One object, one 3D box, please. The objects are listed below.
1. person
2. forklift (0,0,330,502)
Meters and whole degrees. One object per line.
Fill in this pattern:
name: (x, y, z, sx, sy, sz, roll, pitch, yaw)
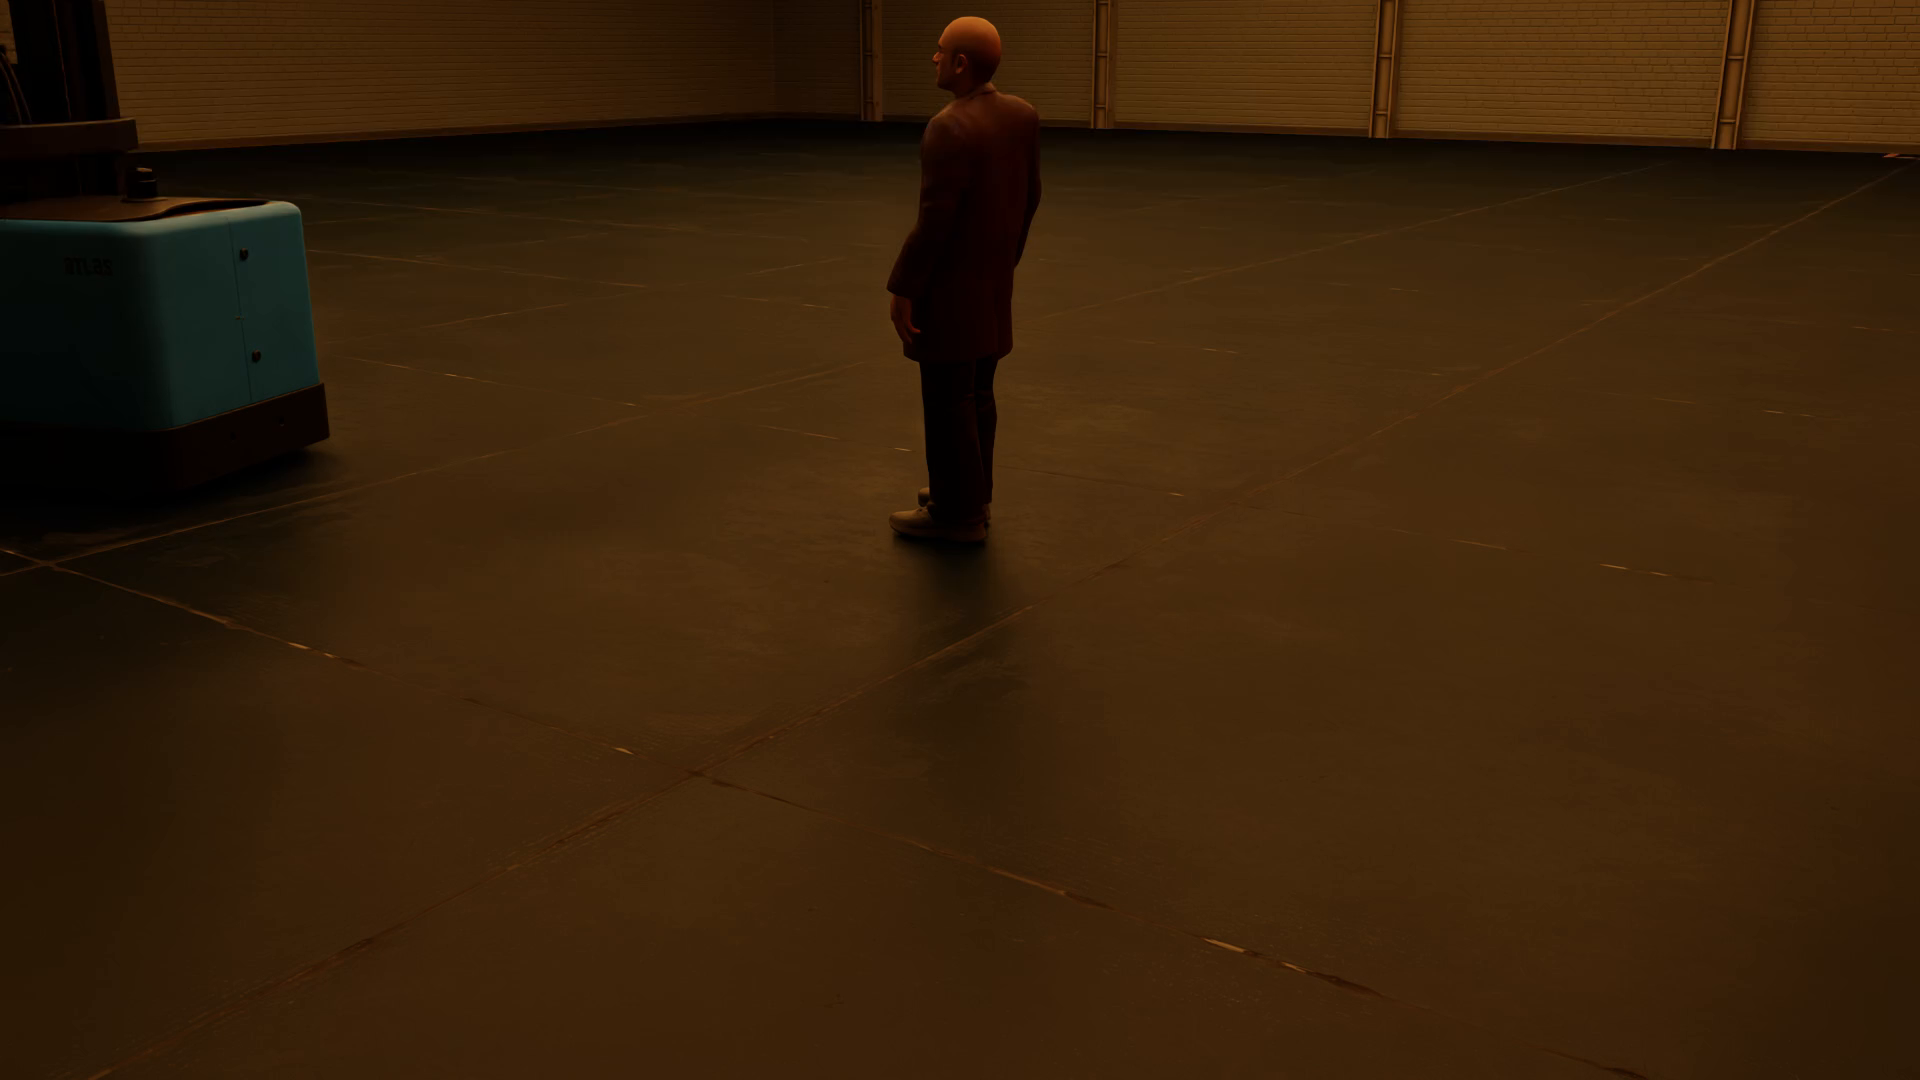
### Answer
person: (-0.074, -0.875, 5.745, 0.579, 1.777, 0.698, 11, 20, 33)
forklift: (-4.296, -1.766, 6.737, 3.031, 2.935, 1.130, 4, 17, 15)
